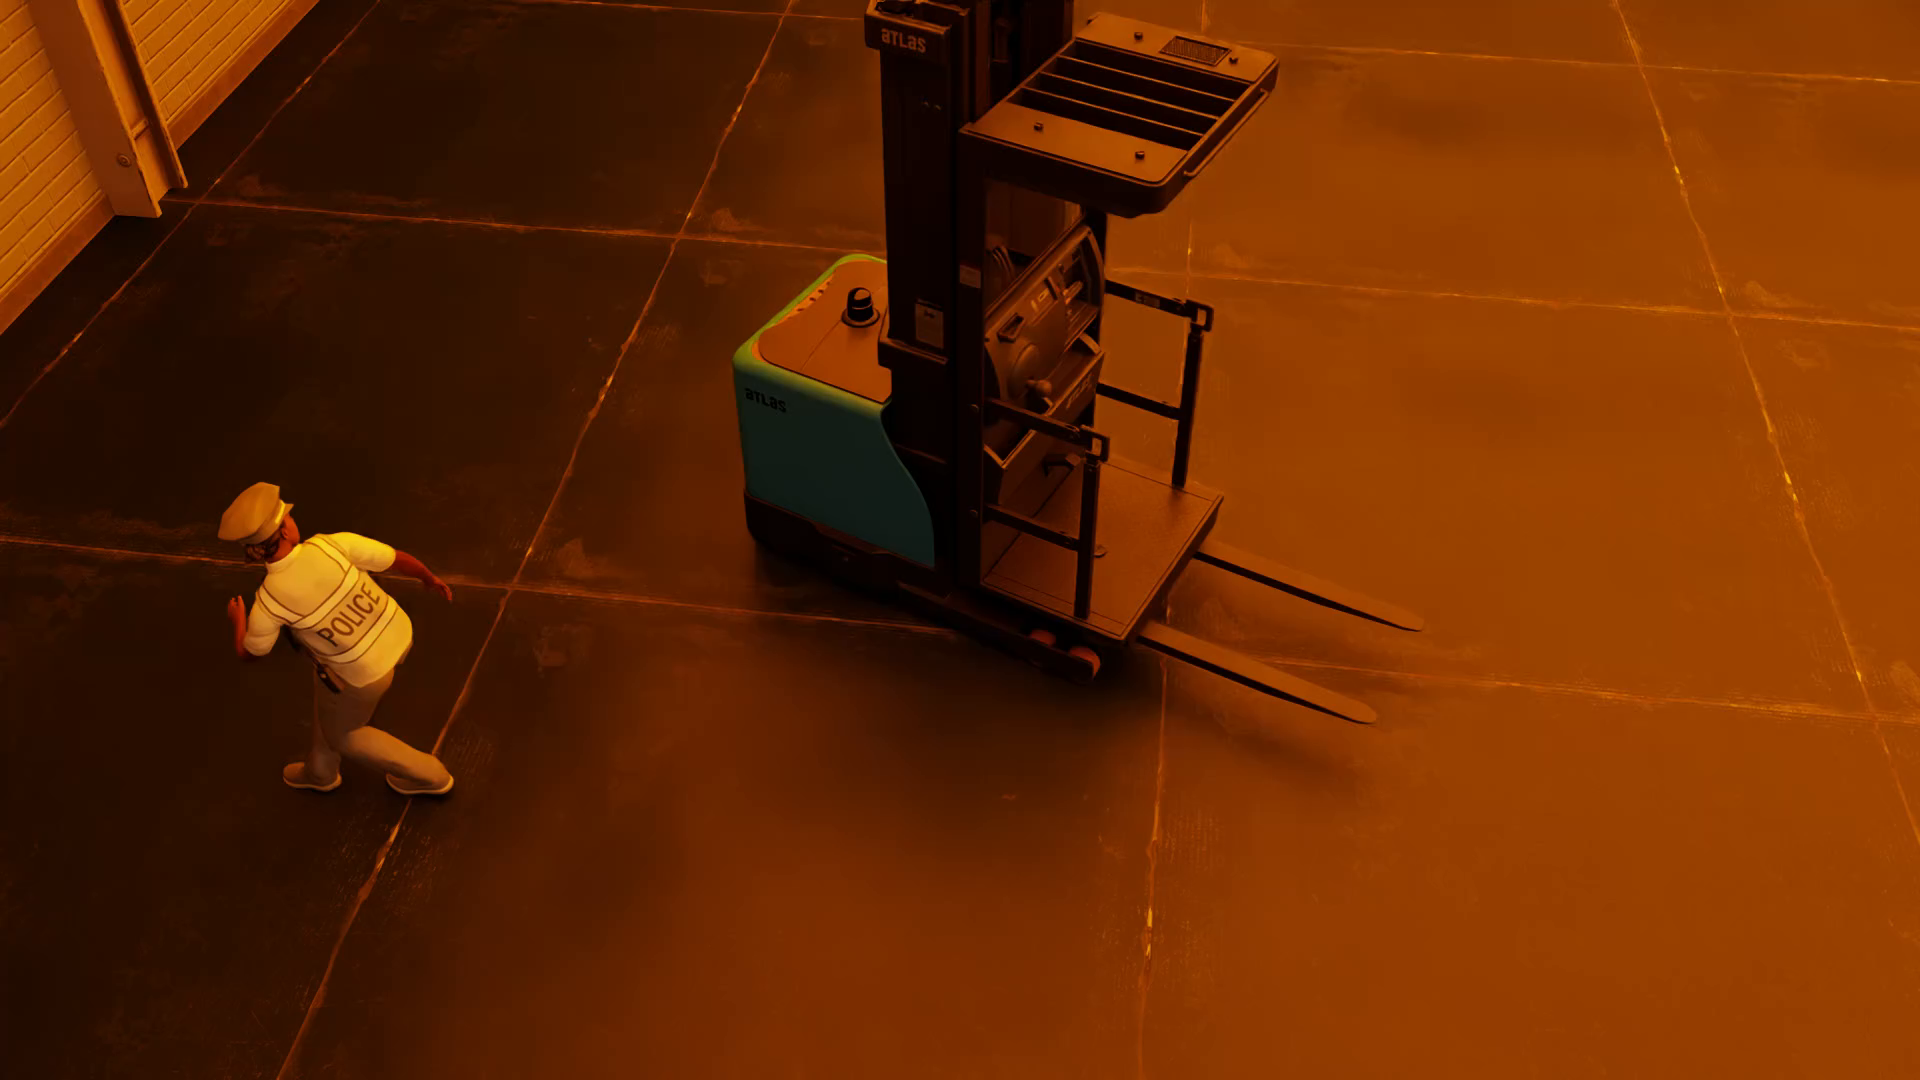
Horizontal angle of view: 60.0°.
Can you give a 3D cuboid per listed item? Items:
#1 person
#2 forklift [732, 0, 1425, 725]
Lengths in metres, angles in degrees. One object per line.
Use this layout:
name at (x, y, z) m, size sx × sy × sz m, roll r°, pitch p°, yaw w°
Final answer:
person at (-2.404, 0.351, 6.388) m, size 0.779 × 1.552 × 0.704 m, roll 14°, pitch 44°, yaw 14°
forklift at (0.529, -0.874, 6.675) m, size 3.031 × 2.935 × 1.130 m, roll 21°, pitch 47°, yaw 22°
